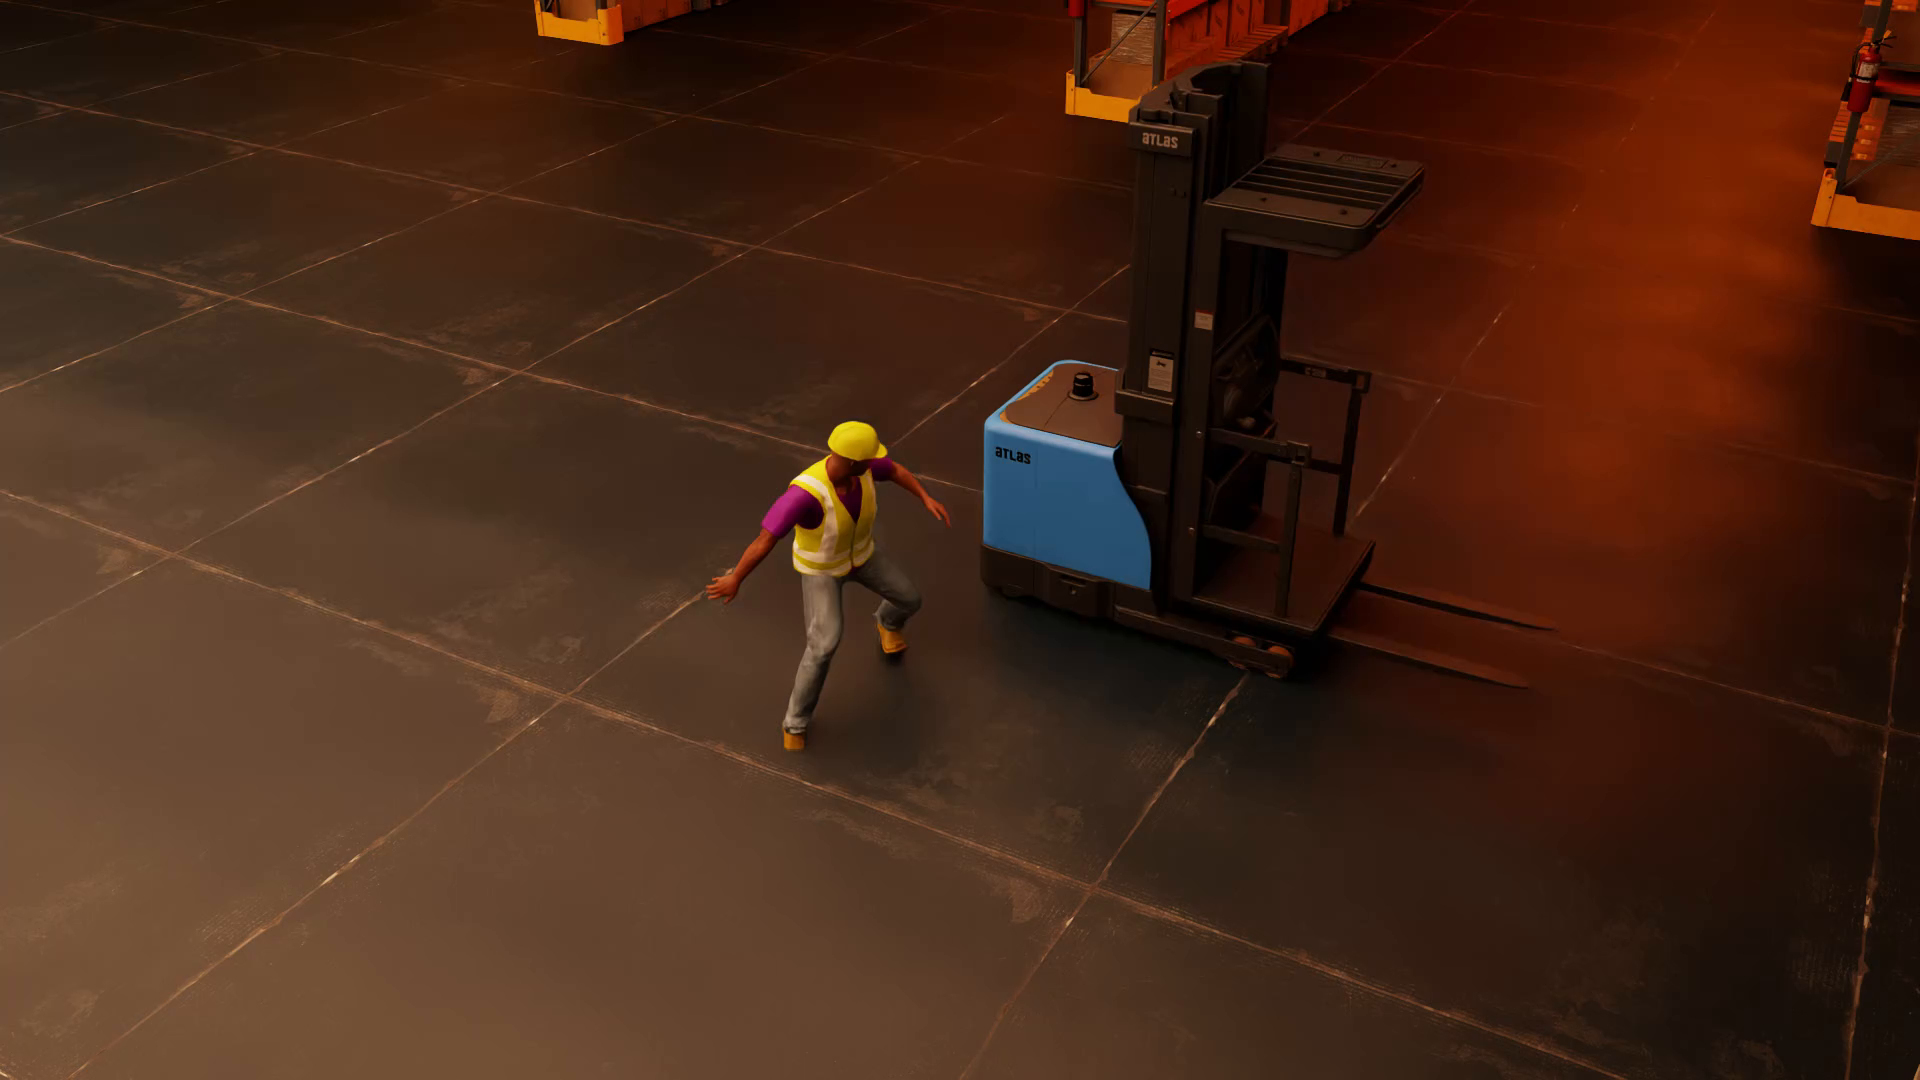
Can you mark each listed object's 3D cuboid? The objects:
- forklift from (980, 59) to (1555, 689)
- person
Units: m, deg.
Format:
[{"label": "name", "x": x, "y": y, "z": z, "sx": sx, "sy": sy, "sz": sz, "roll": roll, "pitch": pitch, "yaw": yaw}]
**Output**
[{"label": "forklift", "x": 1.658, "y": -0.846, "z": 8.537, "sx": 3.031, "sy": 2.935, "sz": 1.130, "roll": 15, "pitch": 33, "yaw": 24}, {"label": "person", "x": -0.630, "y": 0.090, "z": 8.175, "sx": 1.194, "sy": 1.540, "sz": 0.523, "roll": -24, "pitch": 38, "yaw": -36}]
